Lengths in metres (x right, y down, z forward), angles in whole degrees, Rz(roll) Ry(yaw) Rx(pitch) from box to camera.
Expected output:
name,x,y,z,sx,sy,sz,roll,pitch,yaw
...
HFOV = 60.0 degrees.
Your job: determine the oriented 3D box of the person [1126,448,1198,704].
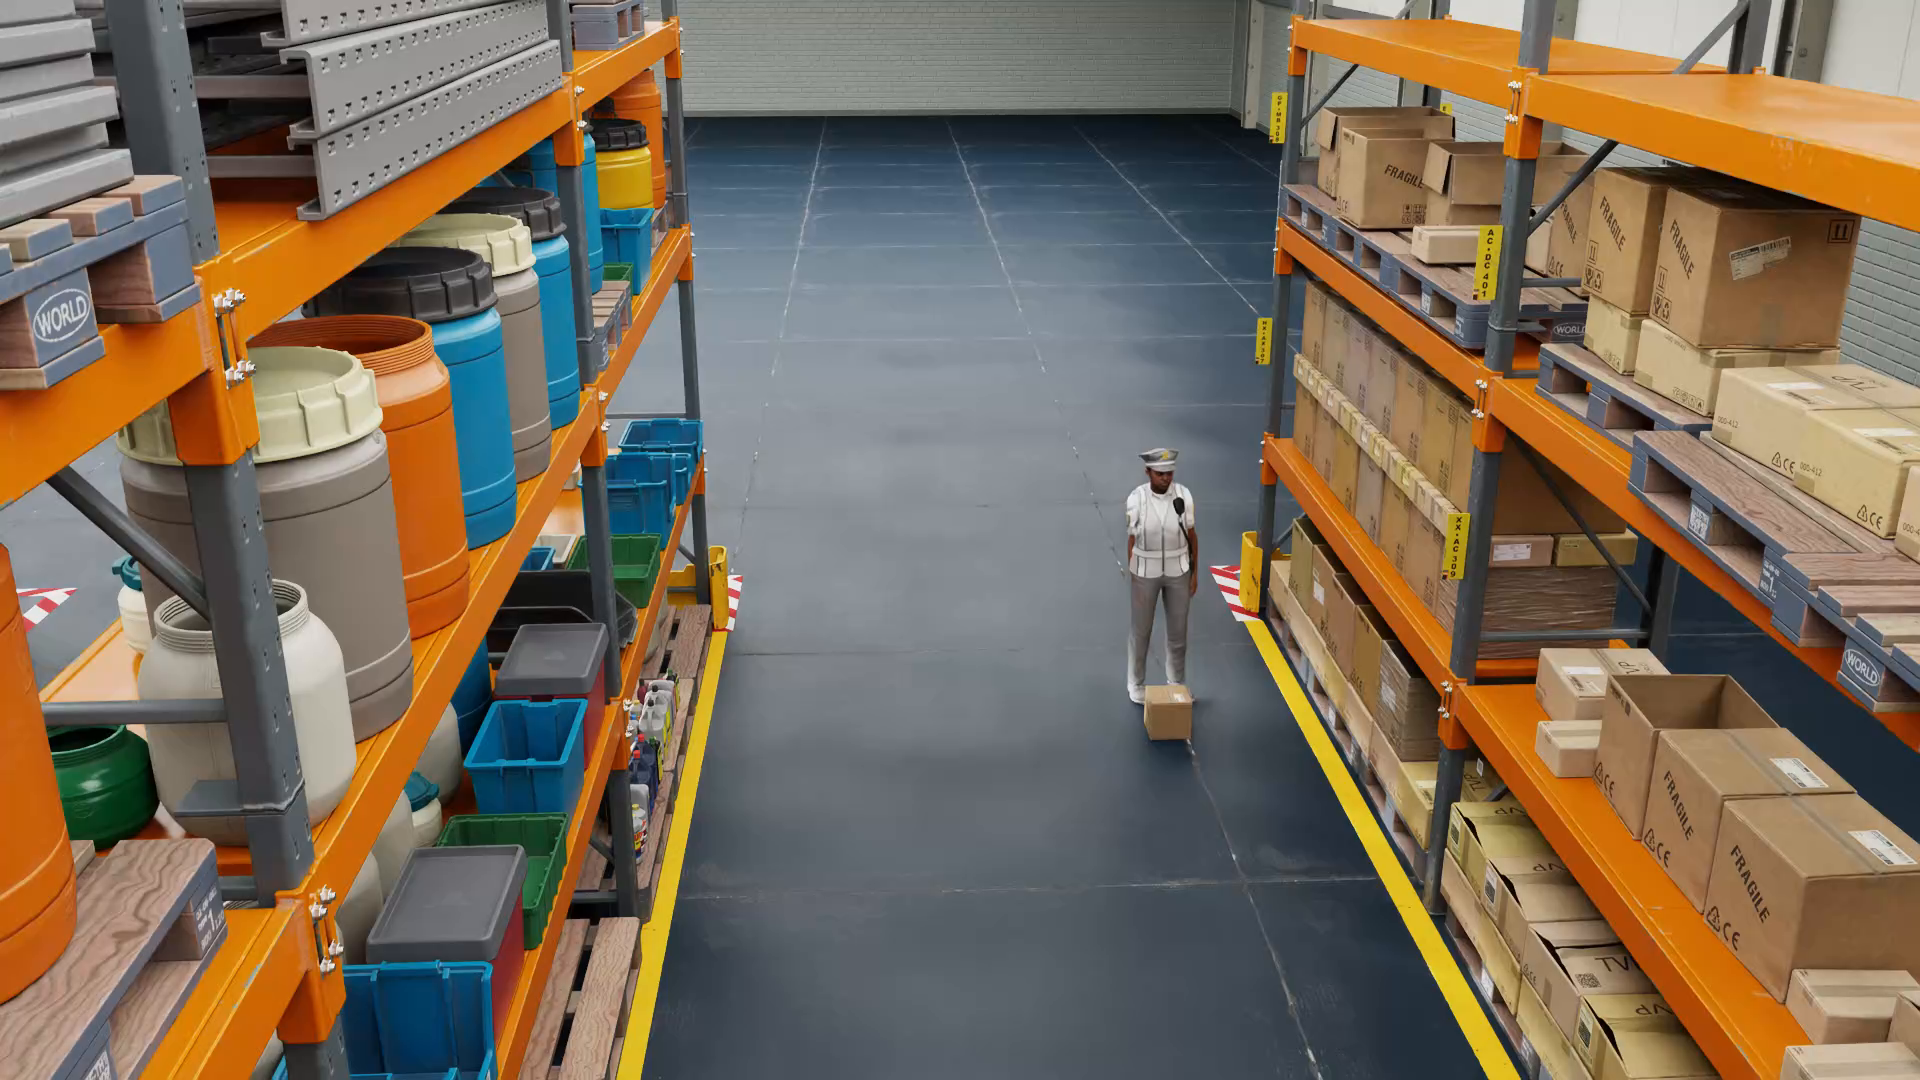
name,x,y,z,sx,sy,sz,roll,pitch,yaw
person,1.265,0.222,10.457,0.467,1.695,0.337,-1,21,-2
